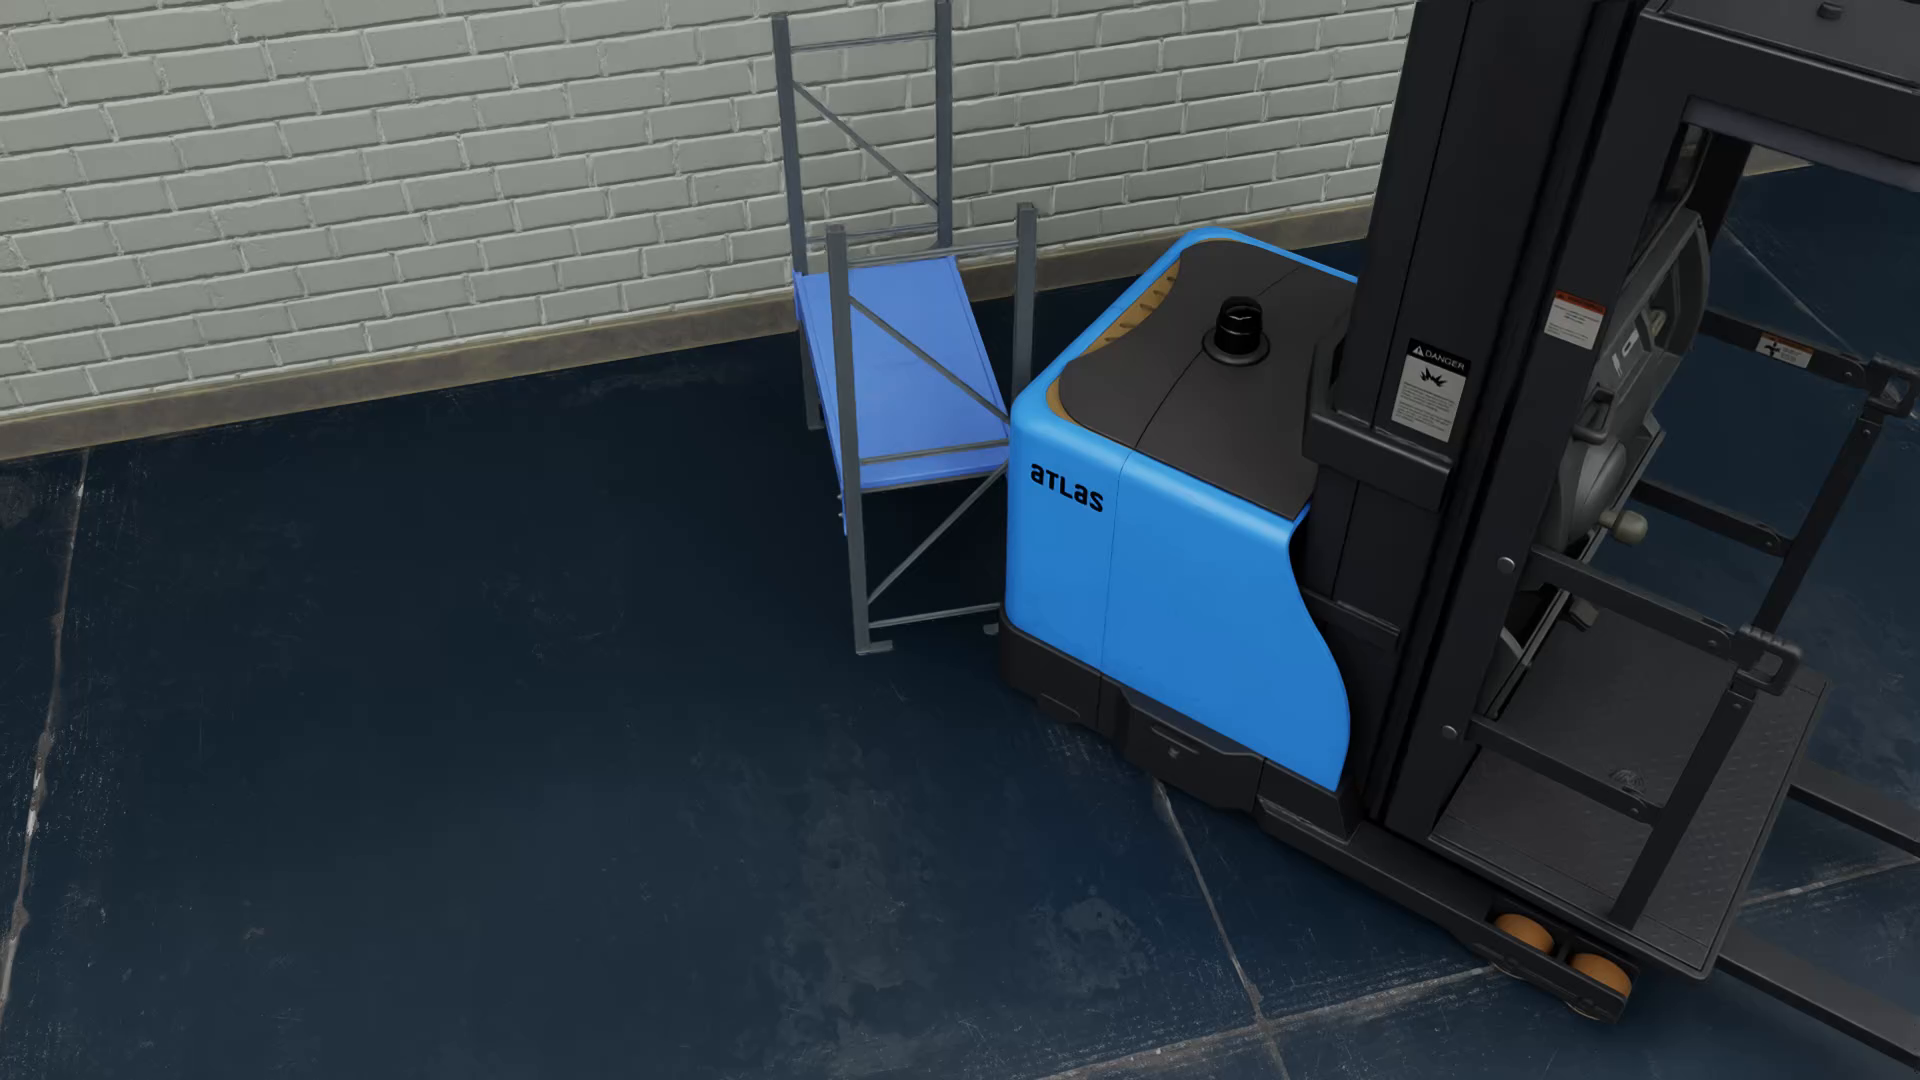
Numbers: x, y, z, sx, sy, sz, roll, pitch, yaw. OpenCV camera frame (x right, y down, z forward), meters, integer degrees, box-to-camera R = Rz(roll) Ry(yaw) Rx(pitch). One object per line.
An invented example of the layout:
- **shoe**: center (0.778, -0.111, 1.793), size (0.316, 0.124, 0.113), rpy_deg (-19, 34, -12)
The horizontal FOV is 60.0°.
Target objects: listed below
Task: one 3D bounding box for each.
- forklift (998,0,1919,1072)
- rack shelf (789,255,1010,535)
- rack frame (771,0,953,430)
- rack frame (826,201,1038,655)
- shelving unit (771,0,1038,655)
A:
- **forklift**: center (1.609, -0.285, 3.477), size (3.031, 2.935, 1.130), rpy_deg (27, 51, 24)
- **rack shelf**: center (-0.168, -0.462, 4.904), size (0.538, 0.185, 1.000), rpy_deg (-8, 46, -8)
- **rack frame**: center (-0.271, -0.943, 5.124), size (0.500, 1.500, 0.032), rpy_deg (-8, 46, -8)
- **rack frame**: center (-0.065, -0.232, 4.427), size (0.500, 1.500, 0.032), rpy_deg (-8, 46, -8)
- **shelving unit**: center (-0.168, -0.587, 4.776), size (0.538, 1.500, 1.048), rpy_deg (-8, 46, -8)
